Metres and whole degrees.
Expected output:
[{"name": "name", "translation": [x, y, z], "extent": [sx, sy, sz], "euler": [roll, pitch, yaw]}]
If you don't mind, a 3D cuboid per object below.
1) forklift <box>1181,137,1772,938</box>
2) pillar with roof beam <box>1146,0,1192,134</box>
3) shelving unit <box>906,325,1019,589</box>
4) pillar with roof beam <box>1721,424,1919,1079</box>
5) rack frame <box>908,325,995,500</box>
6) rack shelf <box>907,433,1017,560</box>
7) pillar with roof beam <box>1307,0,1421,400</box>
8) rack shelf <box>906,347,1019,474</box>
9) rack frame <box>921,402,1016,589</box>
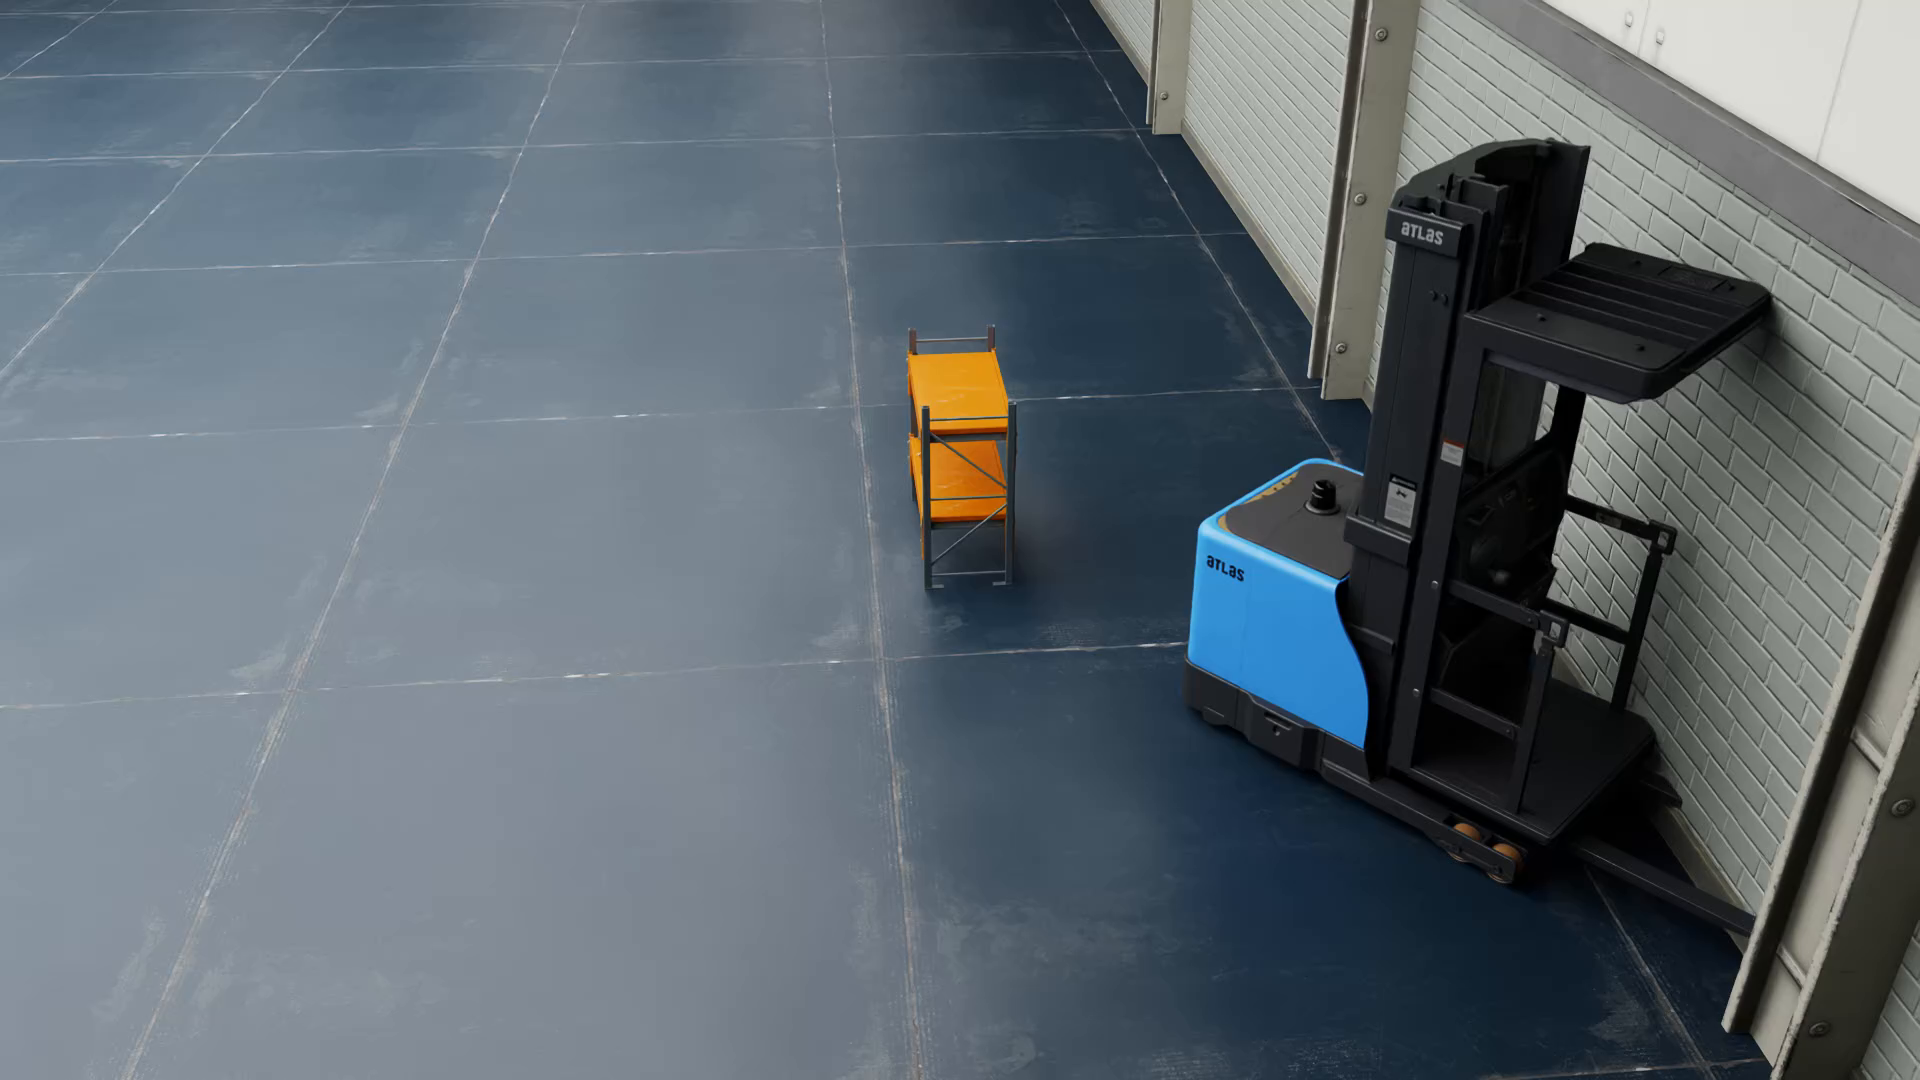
[{"name": "forklift", "translation": [2.513, -0.067, 7.004], "extent": [3.031, 2.935, 1.130], "euler": [26, 40, 37]}, {"name": "pillar with roof beam", "translation": [-2.234, -7.787, 14.011], "extent": [9.100, 9.000, 0.400], "euler": [-3, 31, -5]}, {"name": "shelving unit", "translation": [-0.001, -0.486, 9.467], "extent": [0.538, 1.125, 1.048], "euler": [-3, 31, -5]}, {"name": "pillar with roof beam", "translation": [-1.113, -1.660, 3.754], "extent": [9.100, 9.000, 0.400], "euler": [-3, 31, -5]}, {"name": "rack frame", "translation": [-0.048, -0.746, 9.902], "extent": [0.500, 1.125, 0.032], "euler": [-3, 31, -5]}, {"name": "rack shelf", "translation": [-0.001, -0.276, 9.593], "extent": [0.538, 0.278, 1.000], "euler": [-3, 31, -5]}, {"name": "pillar with roof beam", "translation": [-1.673, -4.723, 8.882], "extent": [9.100, 9.000, 0.400], "euler": [-3, 31, -5]}, {"name": "rack shelf", "translation": [-0.001, -0.738, 9.317], "extent": [0.538, 0.278, 1.000], "euler": [-3, 31, -5]}, {"name": "rack frame", "translation": [0.047, -0.227, 9.033], "extent": [0.500, 1.125, 0.032], "euler": [-3, 31, -5]}]
